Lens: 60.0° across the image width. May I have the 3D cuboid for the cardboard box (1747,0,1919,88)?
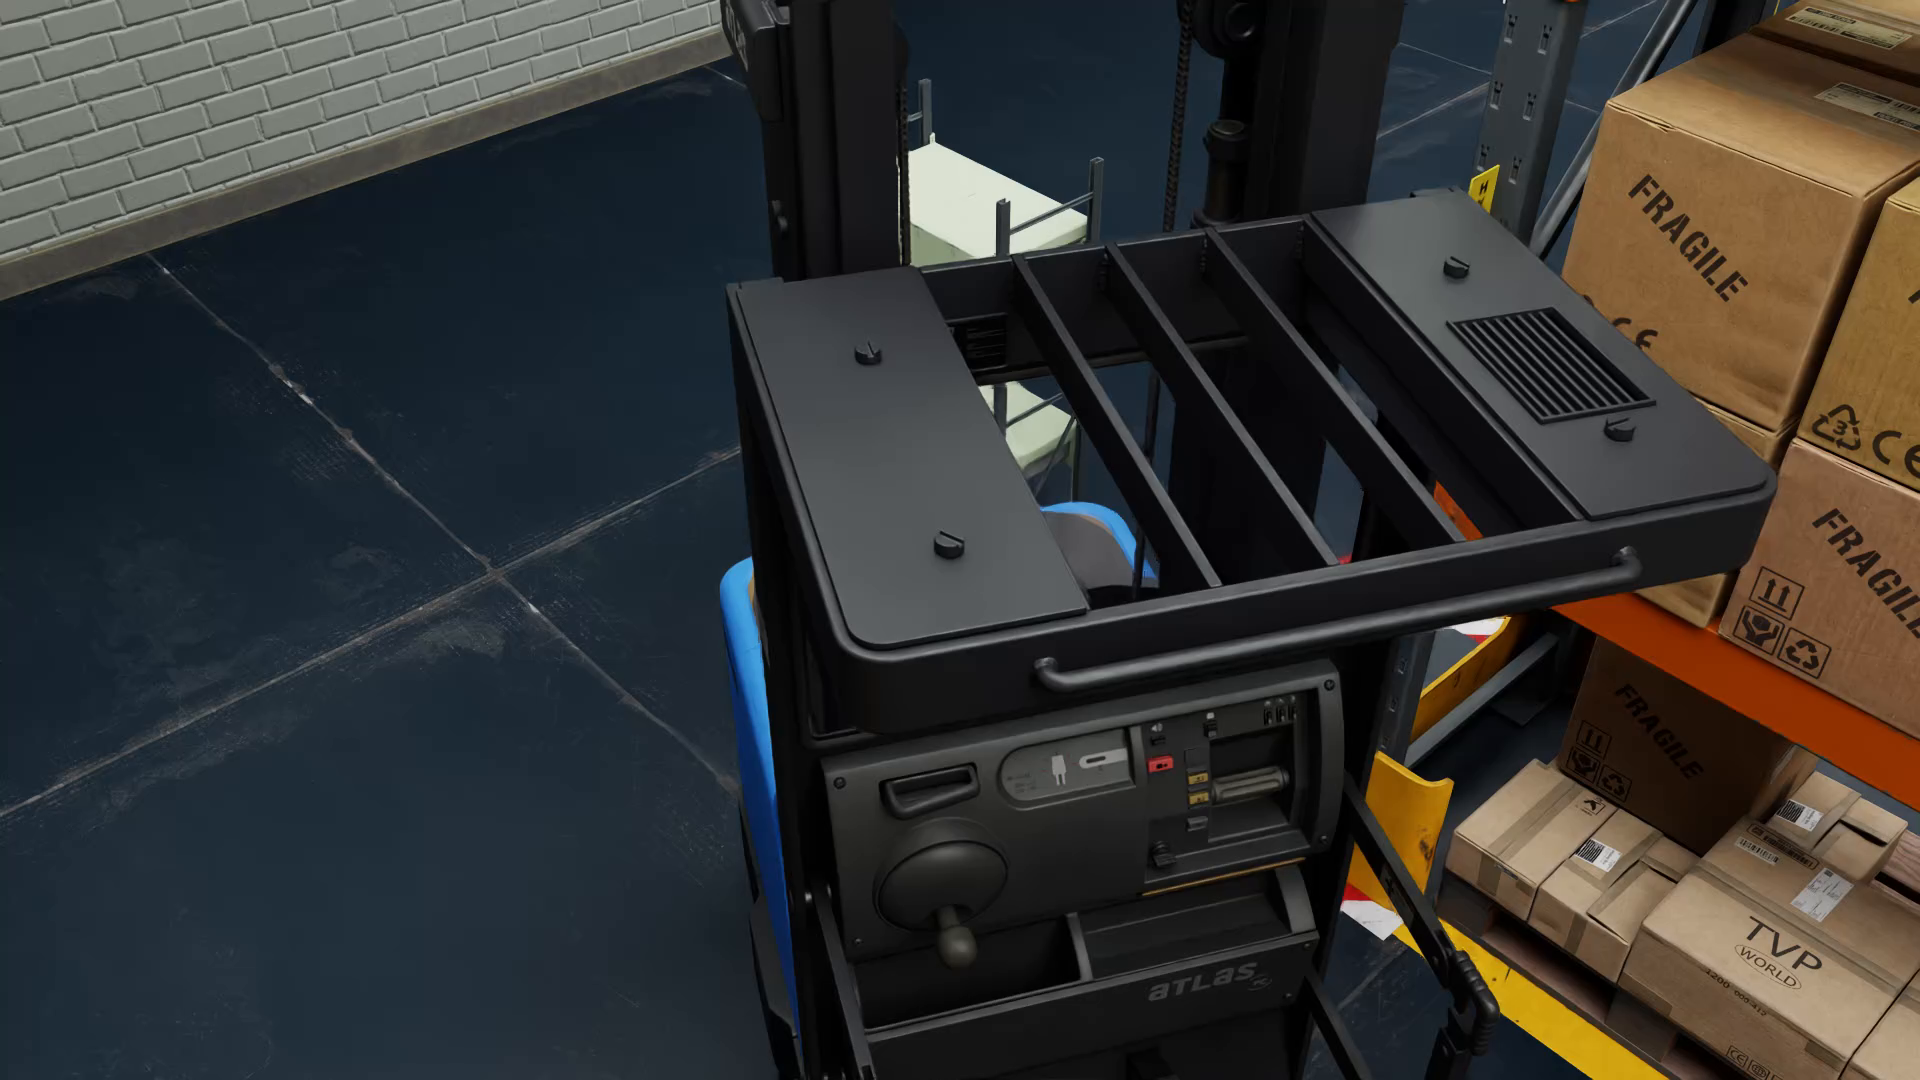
[{"bbox_3d":[1.957,-0.843,3.531,0.500,0.500,0.500,-30,48,-32],"label":"cardboard box"}]

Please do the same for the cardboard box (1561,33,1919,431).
[{"bbox_3d":[1.559,-0.615,3.248,0.500,0.500,0.500,-28,47,-31],"label":"cardboard box"}]

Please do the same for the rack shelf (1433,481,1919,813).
[{"bbox_3d":[2.806,0.701,3.067,1.077,0.370,4.000,-30,48,-32],"label":"rack shelf"}]

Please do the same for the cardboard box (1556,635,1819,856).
[{"bbox_3d":[2.003,0.444,4.452,0.500,0.500,0.500,-30,48,-32],"label":"cardboard box"}]

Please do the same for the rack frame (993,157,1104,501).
[{"bbox_3d":[0.252,-0.411,5.065,0.400,1.500,0.023,-30,48,-32],"label":"rack frame"}]

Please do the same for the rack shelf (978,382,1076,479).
[{"bbox_3d":[0.005,-0.403,5.418,0.368,0.124,0.686,-30,48,-32],"label":"rack shelf"}]

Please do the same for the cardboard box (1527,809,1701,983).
[{"bbox_3d":[1.653,0.883,4.175,0.380,0.166,0.250,-30,48,-32],"label":"cardboard box"}]

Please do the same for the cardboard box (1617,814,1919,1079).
[{"bbox_3d":[1.950,0.998,3.965,0.500,0.250,0.500,-30,48,-32],"label":"cardboard box"}]

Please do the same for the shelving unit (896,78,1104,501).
[{"bbox_3d":[0.005,-0.580,5.275,0.431,1.500,0.755,-30,48,-32],"label":"shelving unit"}]

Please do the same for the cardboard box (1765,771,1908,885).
[{"bbox_3d":[2.210,0.800,4.277,0.380,0.166,0.250,-30,48,-32],"label":"cardboard box"}]

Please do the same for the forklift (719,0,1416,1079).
[{"bbox_3d":[0.291,0.554,2.732,1.130,2.935,3.031,-10,40,-12],"label":"forklift"}]

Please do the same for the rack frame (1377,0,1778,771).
[{"bbox_3d":[1.453,-0.504,3.987,1.000,3.000,0.127,-30,48,-32],"label":"rack frame"}]

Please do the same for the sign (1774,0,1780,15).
[{"bbox_3d":[1.876,-1.304,3.804,0.100,0.325,0.005,-30,48,-32],"label":"sign"}]

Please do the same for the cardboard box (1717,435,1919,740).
[{"bbox_3d":[1.912,0.011,3.270,0.500,0.500,0.500,-30,48,-32],"label":"cardboard box"}]

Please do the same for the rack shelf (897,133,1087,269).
[{"bbox_3d":[0.005,-0.884,5.030,0.431,0.370,0.720,-30,48,-32],"label":"rack shelf"}]

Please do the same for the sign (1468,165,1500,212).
[{"bbox_3d":[1.054,-0.610,3.429,0.100,0.325,0.005,-30,48,-32],"label":"sign"}]

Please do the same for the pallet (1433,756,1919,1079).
[{"bbox_3d":[2.045,0.985,4.363,1.003,0.211,1.213,-30,48,-32],"label":"pallet"}]

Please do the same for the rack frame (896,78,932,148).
[{"bbox_3d":[-0.243,-0.750,5.485,0.400,1.500,0.023,-30,48,-32],"label":"rack frame"}]
